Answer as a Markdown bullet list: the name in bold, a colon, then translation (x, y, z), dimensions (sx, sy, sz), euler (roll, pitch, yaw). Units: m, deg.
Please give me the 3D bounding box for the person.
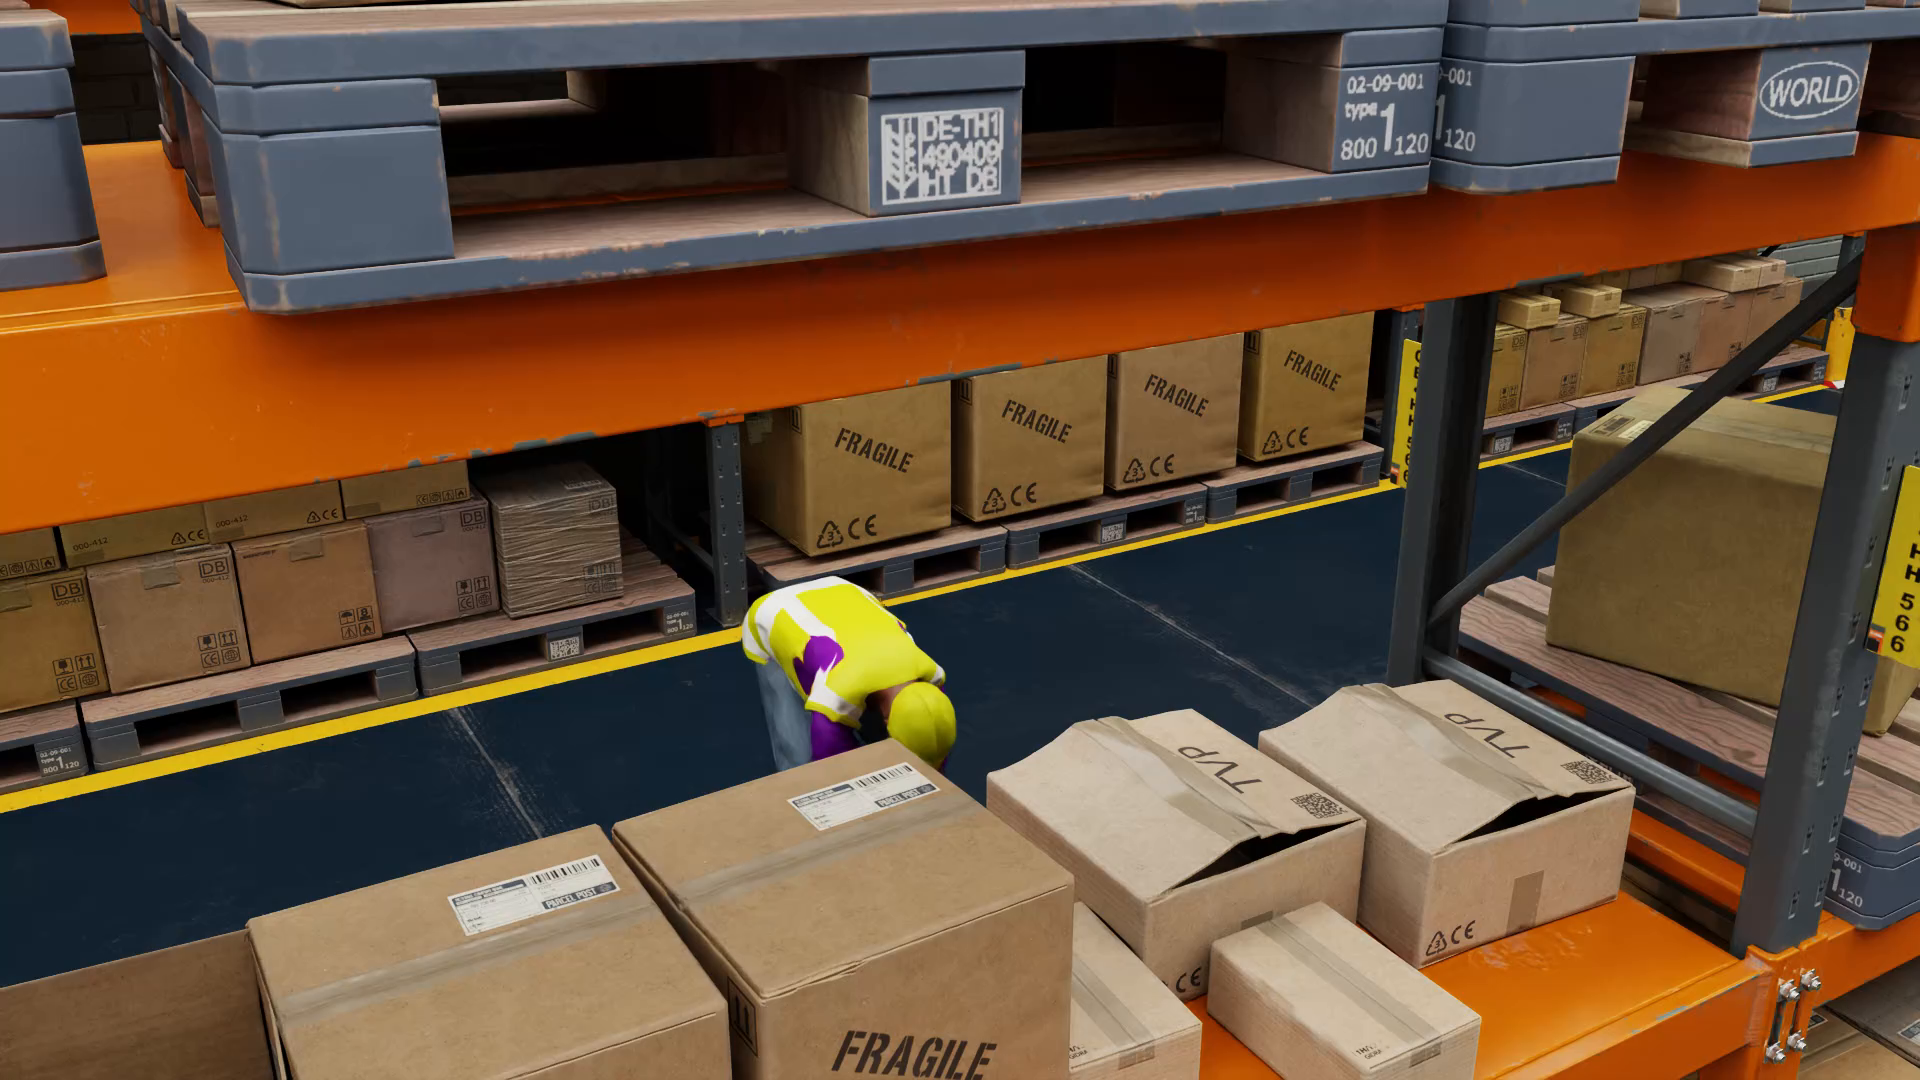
- **person**: translation (-0.315, 0.687, 5.312), dimensions (0.493, 1.031, 0.979), euler (-14, 25, -31)
